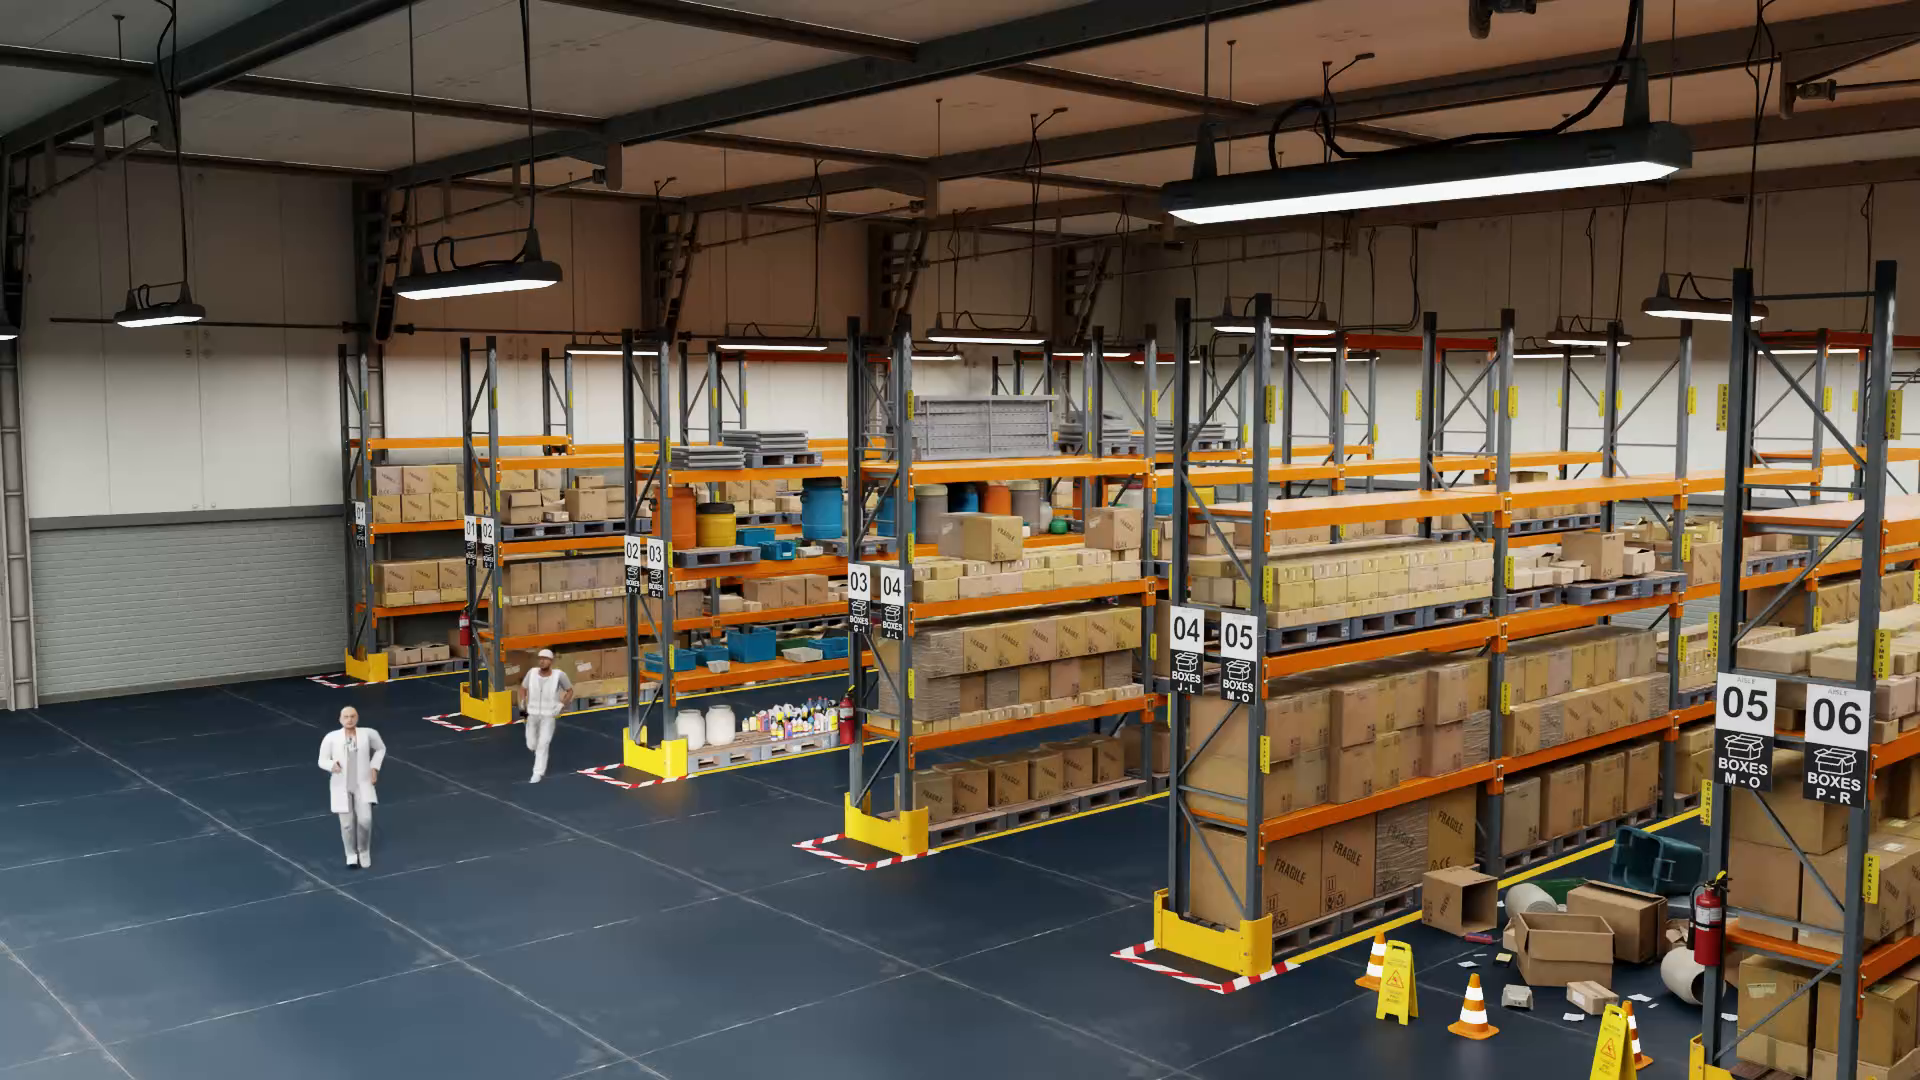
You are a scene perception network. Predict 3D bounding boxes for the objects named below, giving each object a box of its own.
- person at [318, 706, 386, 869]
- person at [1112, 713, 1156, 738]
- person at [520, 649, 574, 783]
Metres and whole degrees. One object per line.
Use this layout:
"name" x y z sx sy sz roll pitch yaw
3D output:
"person" -6.539 2.688 17.925 0.691 1.776 0.695 -2 5 -20
"person" 2.578 2.057 24.731 0.697 1.779 0.978 4 7 40
"person" -5.521 2.315 22.212 0.698 1.747 0.728 0 5 3
